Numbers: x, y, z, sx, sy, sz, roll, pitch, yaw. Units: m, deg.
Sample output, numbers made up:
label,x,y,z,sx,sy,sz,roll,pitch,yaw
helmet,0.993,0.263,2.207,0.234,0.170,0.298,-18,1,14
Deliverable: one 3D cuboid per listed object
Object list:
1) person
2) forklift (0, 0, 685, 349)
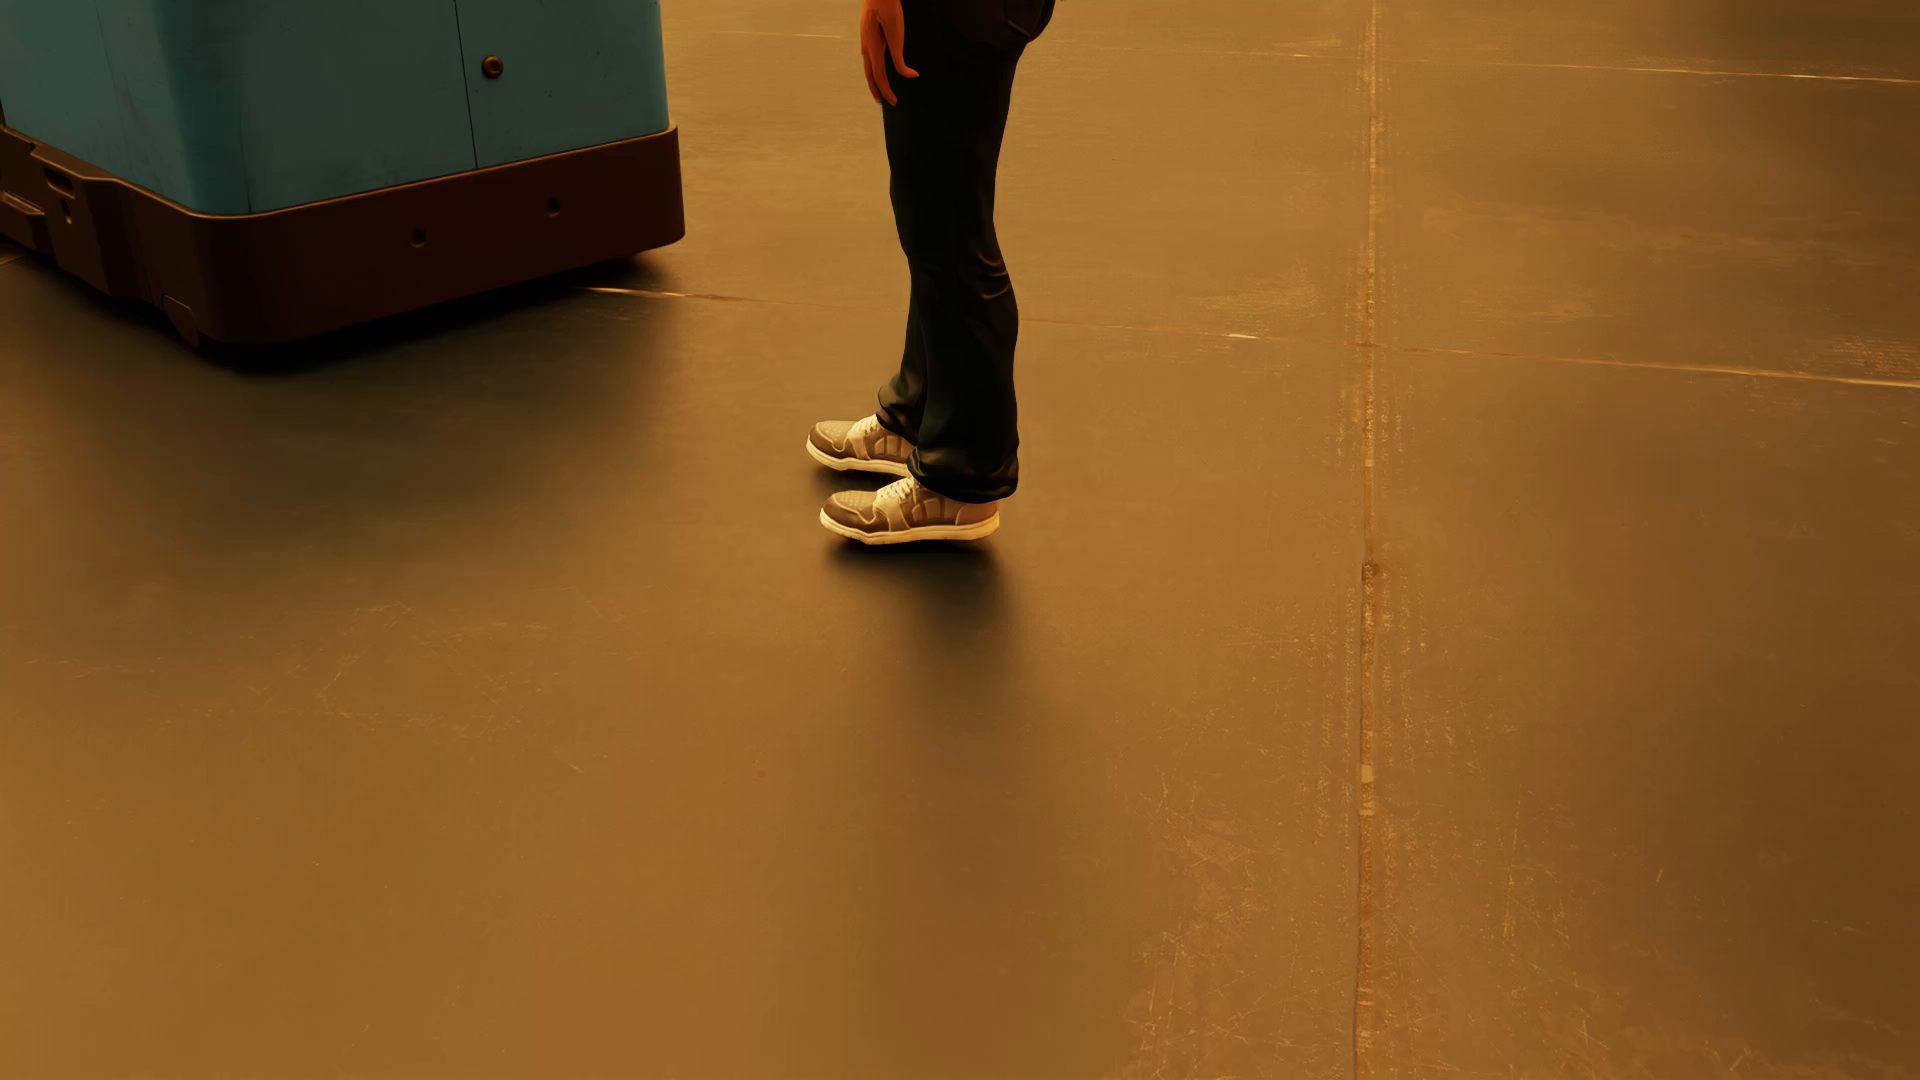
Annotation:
label,x,y,z,sx,sy,sz,roll,pitch,yaw
person,-0.069,-0.733,2.164,0.475,1.596,0.520,6,27,11
forklift,-2.010,-2.226,3.659,3.031,2.935,1.130,24,35,39
